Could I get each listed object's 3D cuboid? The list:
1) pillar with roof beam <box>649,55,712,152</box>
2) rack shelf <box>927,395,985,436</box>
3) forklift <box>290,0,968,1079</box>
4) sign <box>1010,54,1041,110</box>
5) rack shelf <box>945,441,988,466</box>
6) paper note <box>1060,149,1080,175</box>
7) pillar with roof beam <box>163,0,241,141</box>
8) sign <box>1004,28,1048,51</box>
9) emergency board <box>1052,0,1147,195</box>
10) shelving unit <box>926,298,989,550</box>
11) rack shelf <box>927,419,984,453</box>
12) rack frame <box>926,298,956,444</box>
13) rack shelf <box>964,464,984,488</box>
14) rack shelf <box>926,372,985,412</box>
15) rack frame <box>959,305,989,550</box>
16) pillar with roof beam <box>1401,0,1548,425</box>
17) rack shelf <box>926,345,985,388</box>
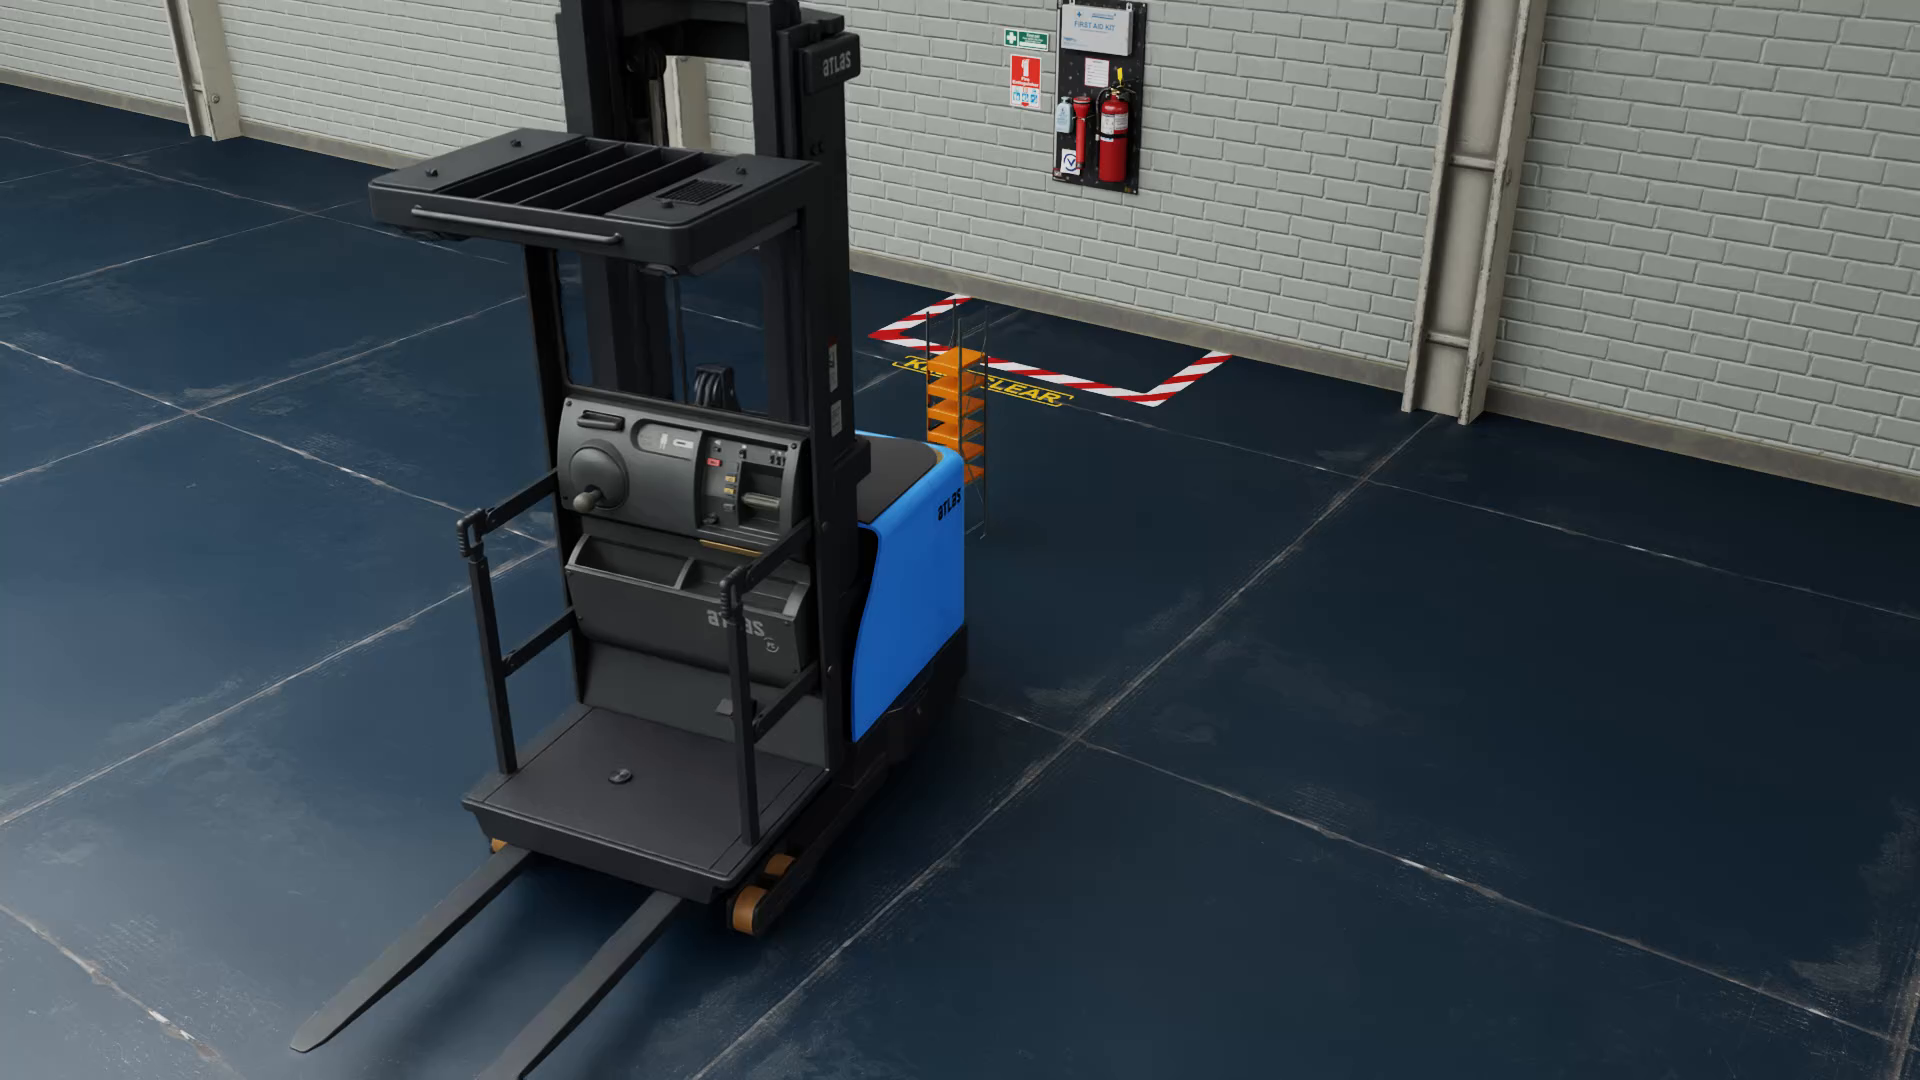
[{"bbox_3d":[-4.549,-4.708,7.579,0.400,9.000,9.100,17,32,30],"label":"pillar with roof beam"},{"bbox_3d":[-0.012,-0.606,7.951,0.180,0.103,0.258,17,32,30],"label":"rack shelf"},{"bbox_3d":[-1.034,-0.193,5.397,1.130,2.935,3.031,12,29,21],"label":"forklift"},{"bbox_3d":[0.421,-2.948,10.697,0.234,0.329,0.001,17,32,30],"label":"sign"},{"bbox_3d":[-0.012,-0.392,8.060,0.180,0.103,0.258,17,32,30],"label":"rack shelf"},{"bbox_3d":[0.711,-2.430,10.690,0.142,0.148,0.016,17,32,30],"label":"paper note"},{"bbox_3d":[-9.495,-6.249,10.607,0.400,9.000,9.100,17,32,30],"label":"pillar with roof beam"},{"bbox_3d":[0.420,-3.180,10.568,0.331,0.109,0.001,17,32,30],"label":"sign"},{"bbox_3d":[0.818,-2.752,10.350,0.643,1.169,0.194,17,32,30],"label":"emergency board"},{"bbox_3d":[-0.012,-0.538,7.985,0.189,1.200,0.258,17,32,30],"label":"shelving unit"},{"bbox_3d":[-0.012,-0.499,8.005,0.180,0.103,0.258,17,32,30],"label":"rack shelf"},{"bbox_3d":[-0.087,-0.562,8.031,0.006,1.200,0.240,17,32,30],"label":"rack frame"},{"bbox_3d":[-0.012,-0.285,8.114,0.180,0.103,0.258,17,32,30],"label":"rack shelf"},{"bbox_3d":[-0.012,-0.713,7.896,0.180,0.103,0.258,17,32,30],"label":"rack shelf"},{"bbox_3d":[0.063,-0.515,7.939,0.006,1.200,0.240,17,32,30],"label":"rack frame"},{"bbox_3d":[0.396,-3.167,4.552,0.400,9.000,9.100,17,32,30],"label":"pillar with roof beam"},{"bbox_3d":[-0.012,-0.820,7.842,0.180,0.103,0.258,17,32,30],"label":"rack shelf"}]
